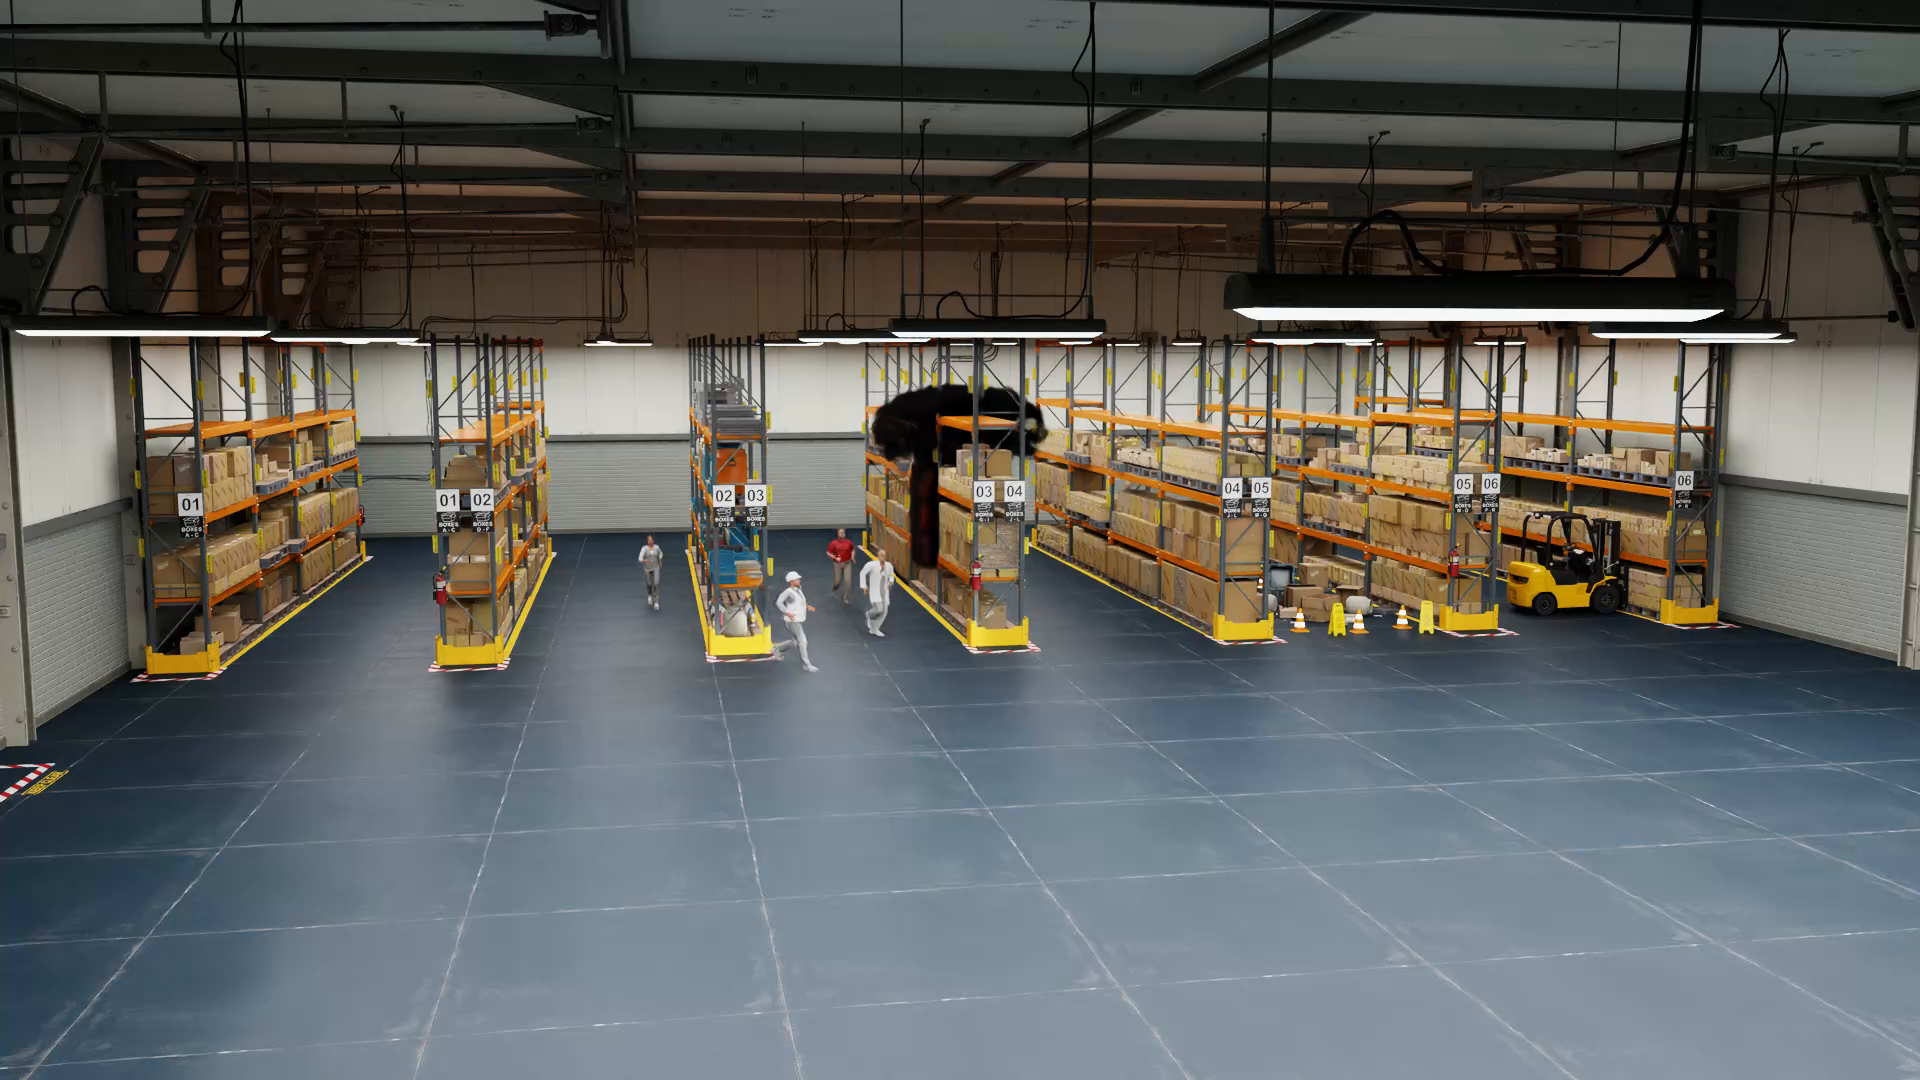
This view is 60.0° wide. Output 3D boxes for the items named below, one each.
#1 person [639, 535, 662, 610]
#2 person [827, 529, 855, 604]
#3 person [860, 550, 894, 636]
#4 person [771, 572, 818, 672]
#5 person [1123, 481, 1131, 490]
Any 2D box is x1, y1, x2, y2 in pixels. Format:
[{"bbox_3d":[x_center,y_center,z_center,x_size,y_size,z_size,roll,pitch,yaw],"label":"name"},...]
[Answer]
[{"bbox_3d":[-6.844,0.694,36.842,0.530,1.619,0.825,-2,7,-13],"label":"person"},{"bbox_3d":[-2.669,0.580,37.599,0.674,1.682,0.782,-2,7,-19],"label":"person"},{"bbox_3d":[-1.612,1.057,33.297,0.702,1.725,0.672,-4,8,-33],"label":"person"},{"bbox_3d":[-2.983,1.447,29.743,0.931,1.778,0.663,2,7,14],"label":"person"},{"bbox_3d":[5.076,-0.909,50.359,0.922,1.766,0.716,-2,7,-14],"label":"person"}]
